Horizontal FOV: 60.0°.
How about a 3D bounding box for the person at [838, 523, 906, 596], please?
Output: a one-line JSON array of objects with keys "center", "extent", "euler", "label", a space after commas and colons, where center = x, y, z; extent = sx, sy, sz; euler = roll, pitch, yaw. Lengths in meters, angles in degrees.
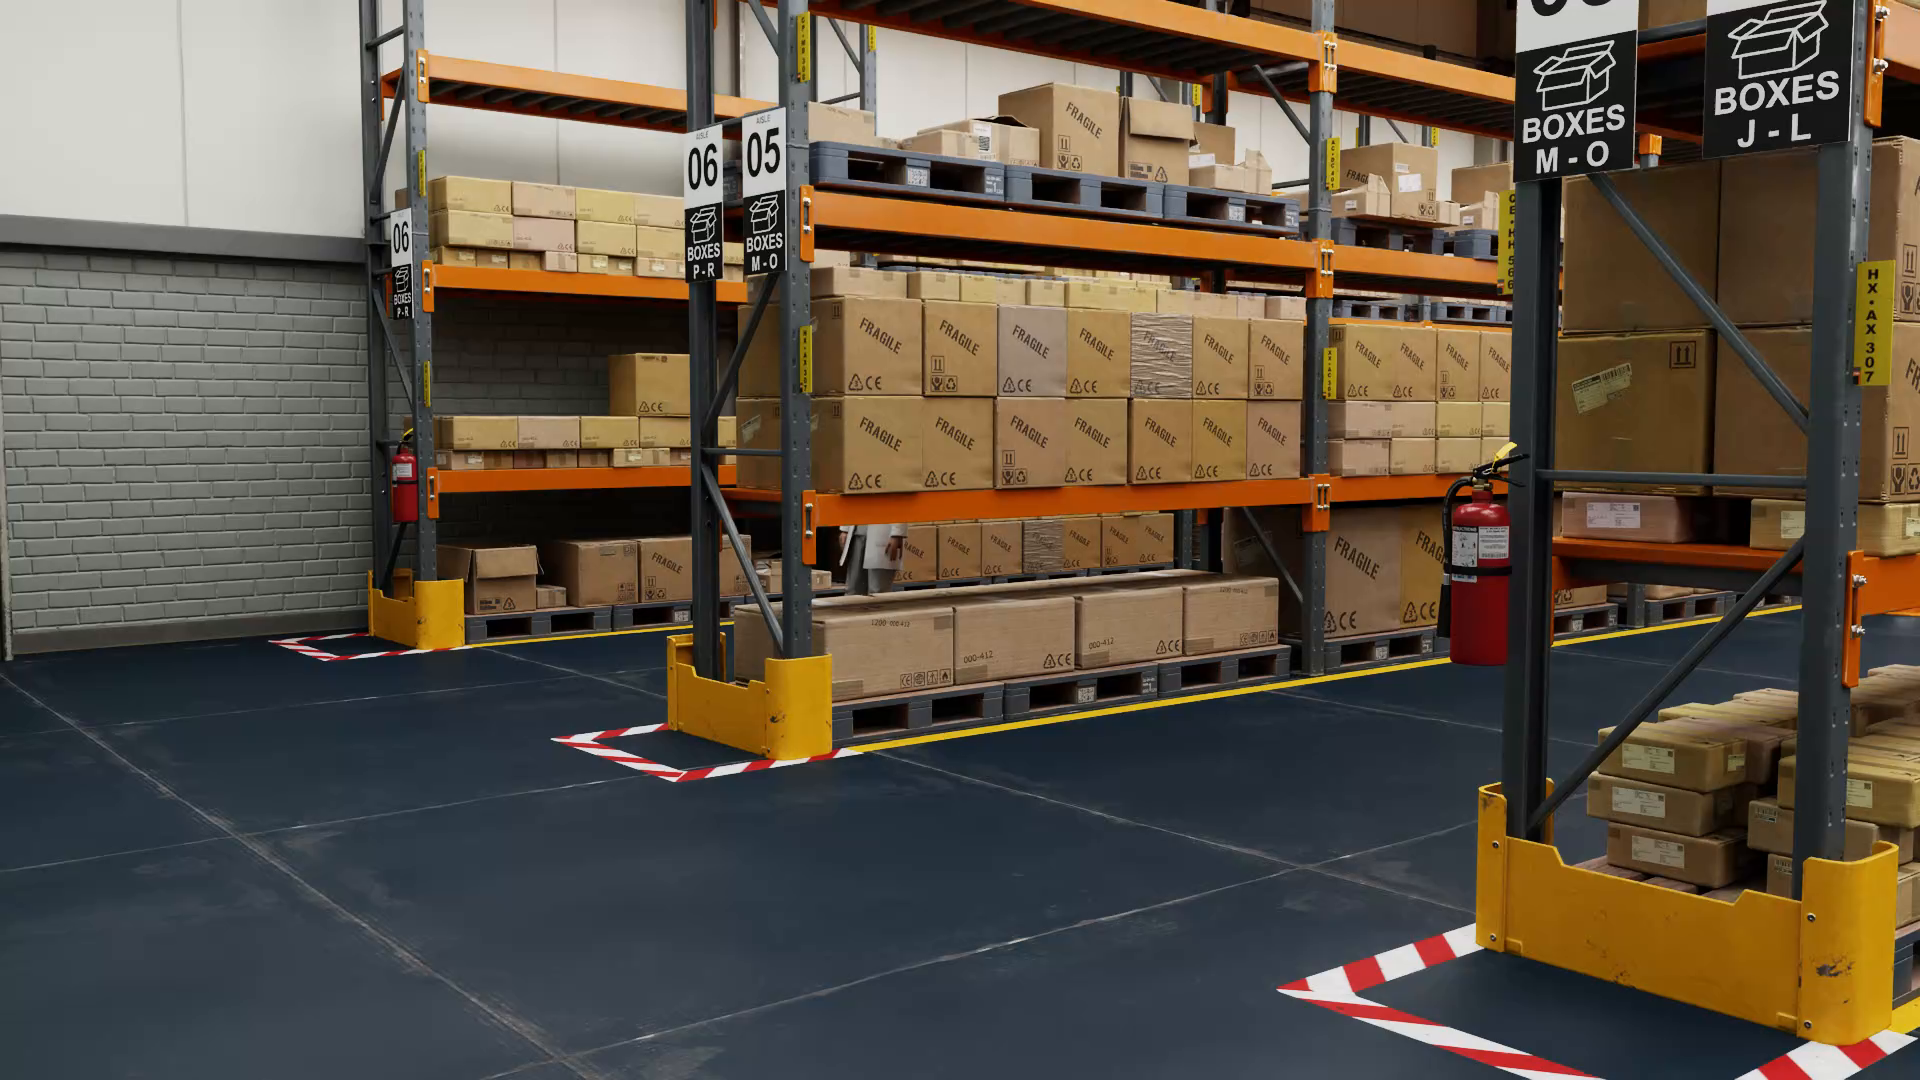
[{"center": [-0.597, 0.049, 11.279], "extent": [0.425, 1.558, 0.644], "euler": [-4, 6, -41], "label": "person"}]
